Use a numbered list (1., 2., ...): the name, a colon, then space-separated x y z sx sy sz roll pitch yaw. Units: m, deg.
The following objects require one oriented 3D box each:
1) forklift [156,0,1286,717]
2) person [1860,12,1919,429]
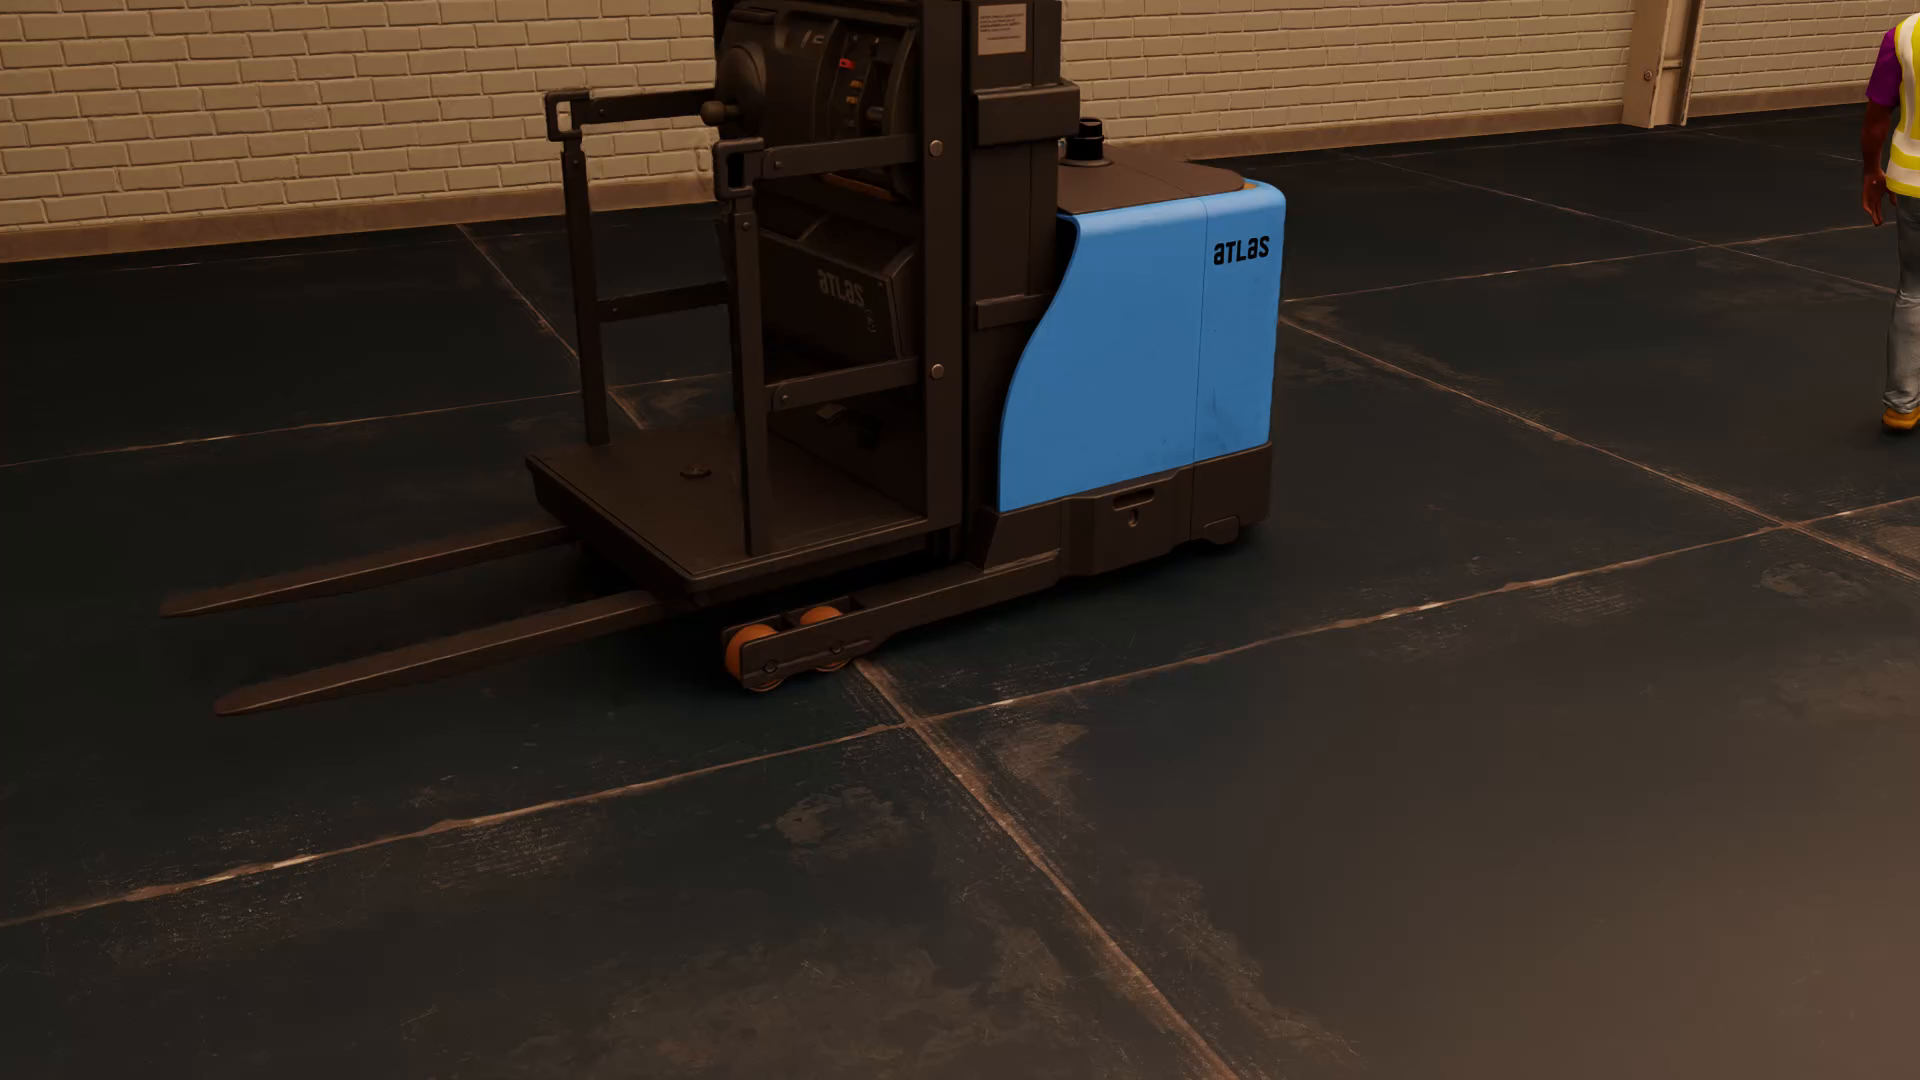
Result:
1. forklift: -0.556 -1.202 4.179 3.031 2.935 1.130 -15 27 -32
2. person: 3.452 -1.216 5.711 0.588 1.762 0.665 -17 28 -35
